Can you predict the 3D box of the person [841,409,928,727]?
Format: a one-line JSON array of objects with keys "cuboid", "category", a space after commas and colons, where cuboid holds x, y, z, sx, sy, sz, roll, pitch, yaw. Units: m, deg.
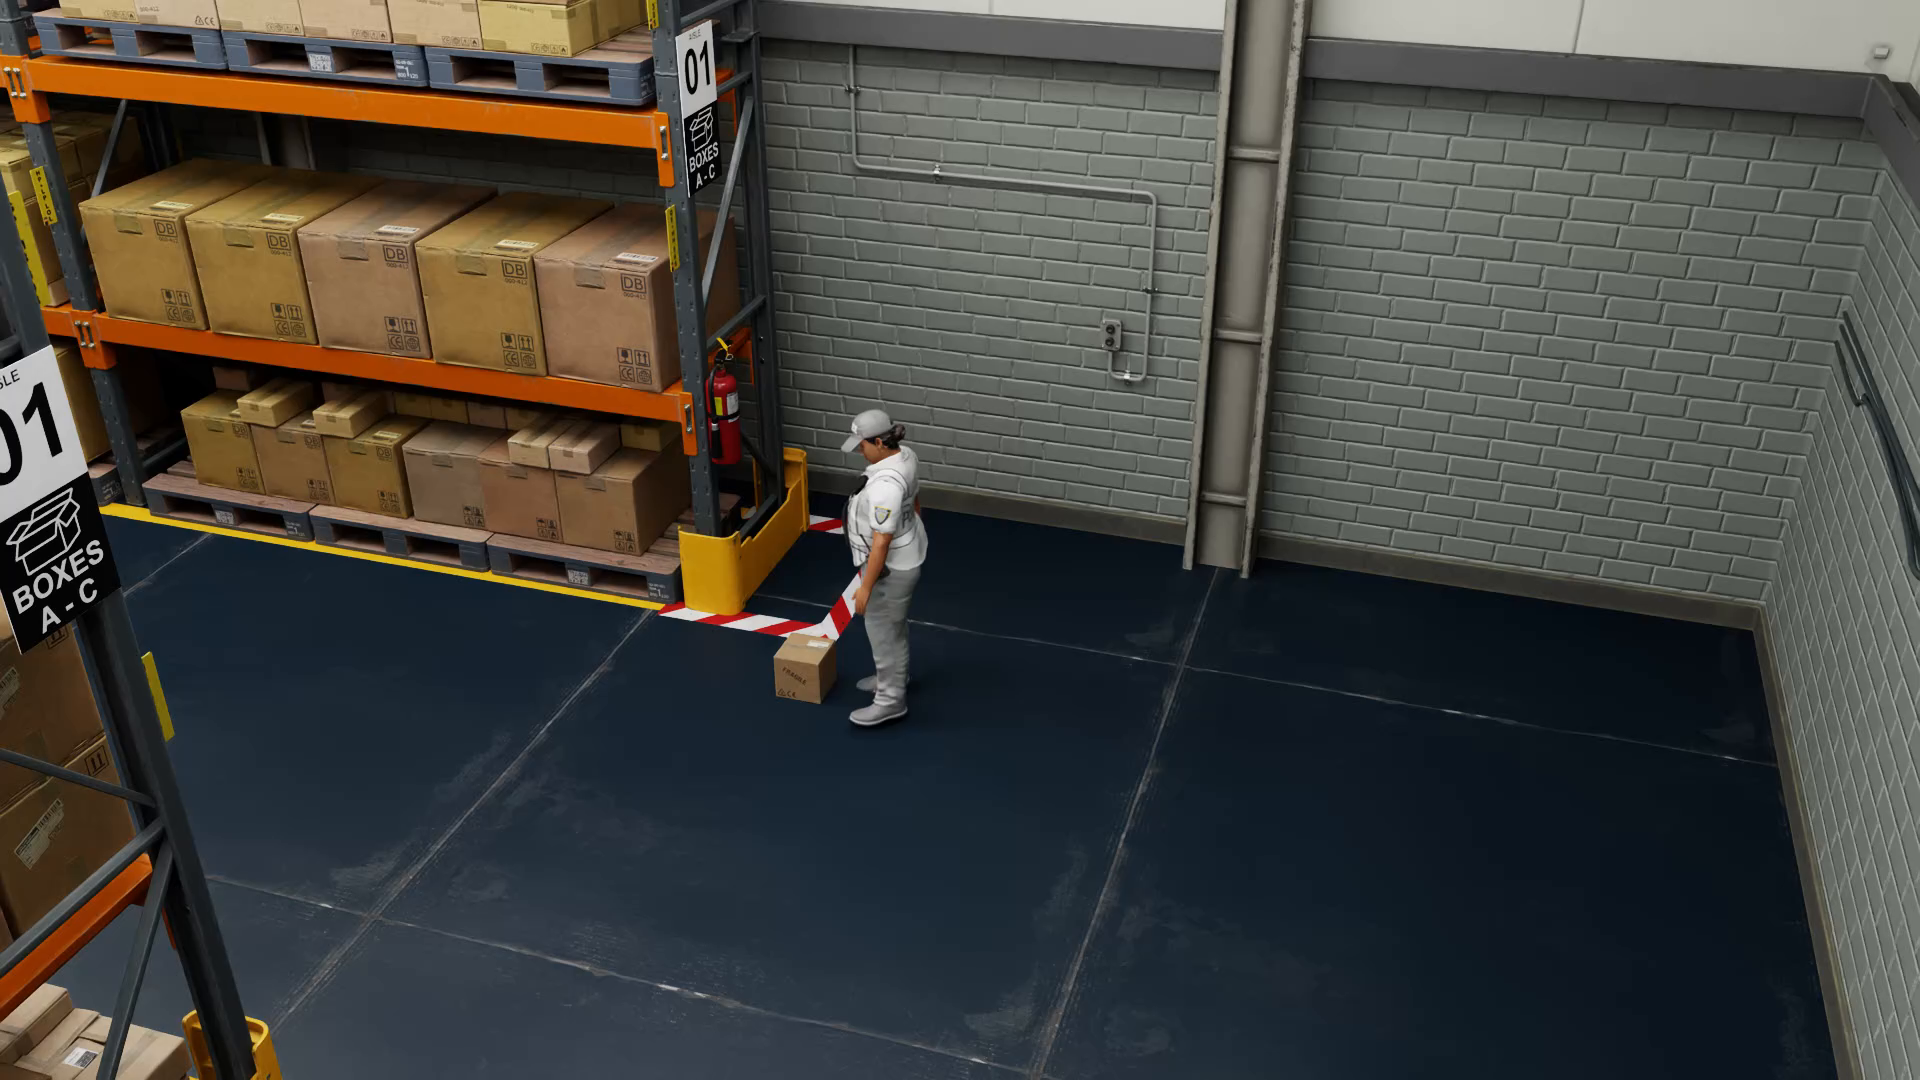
[{"cuboid": [-0.367, 0.148, 8.244, 0.408, 1.697, 0.587, 3, 30, 5], "category": "person"}]
